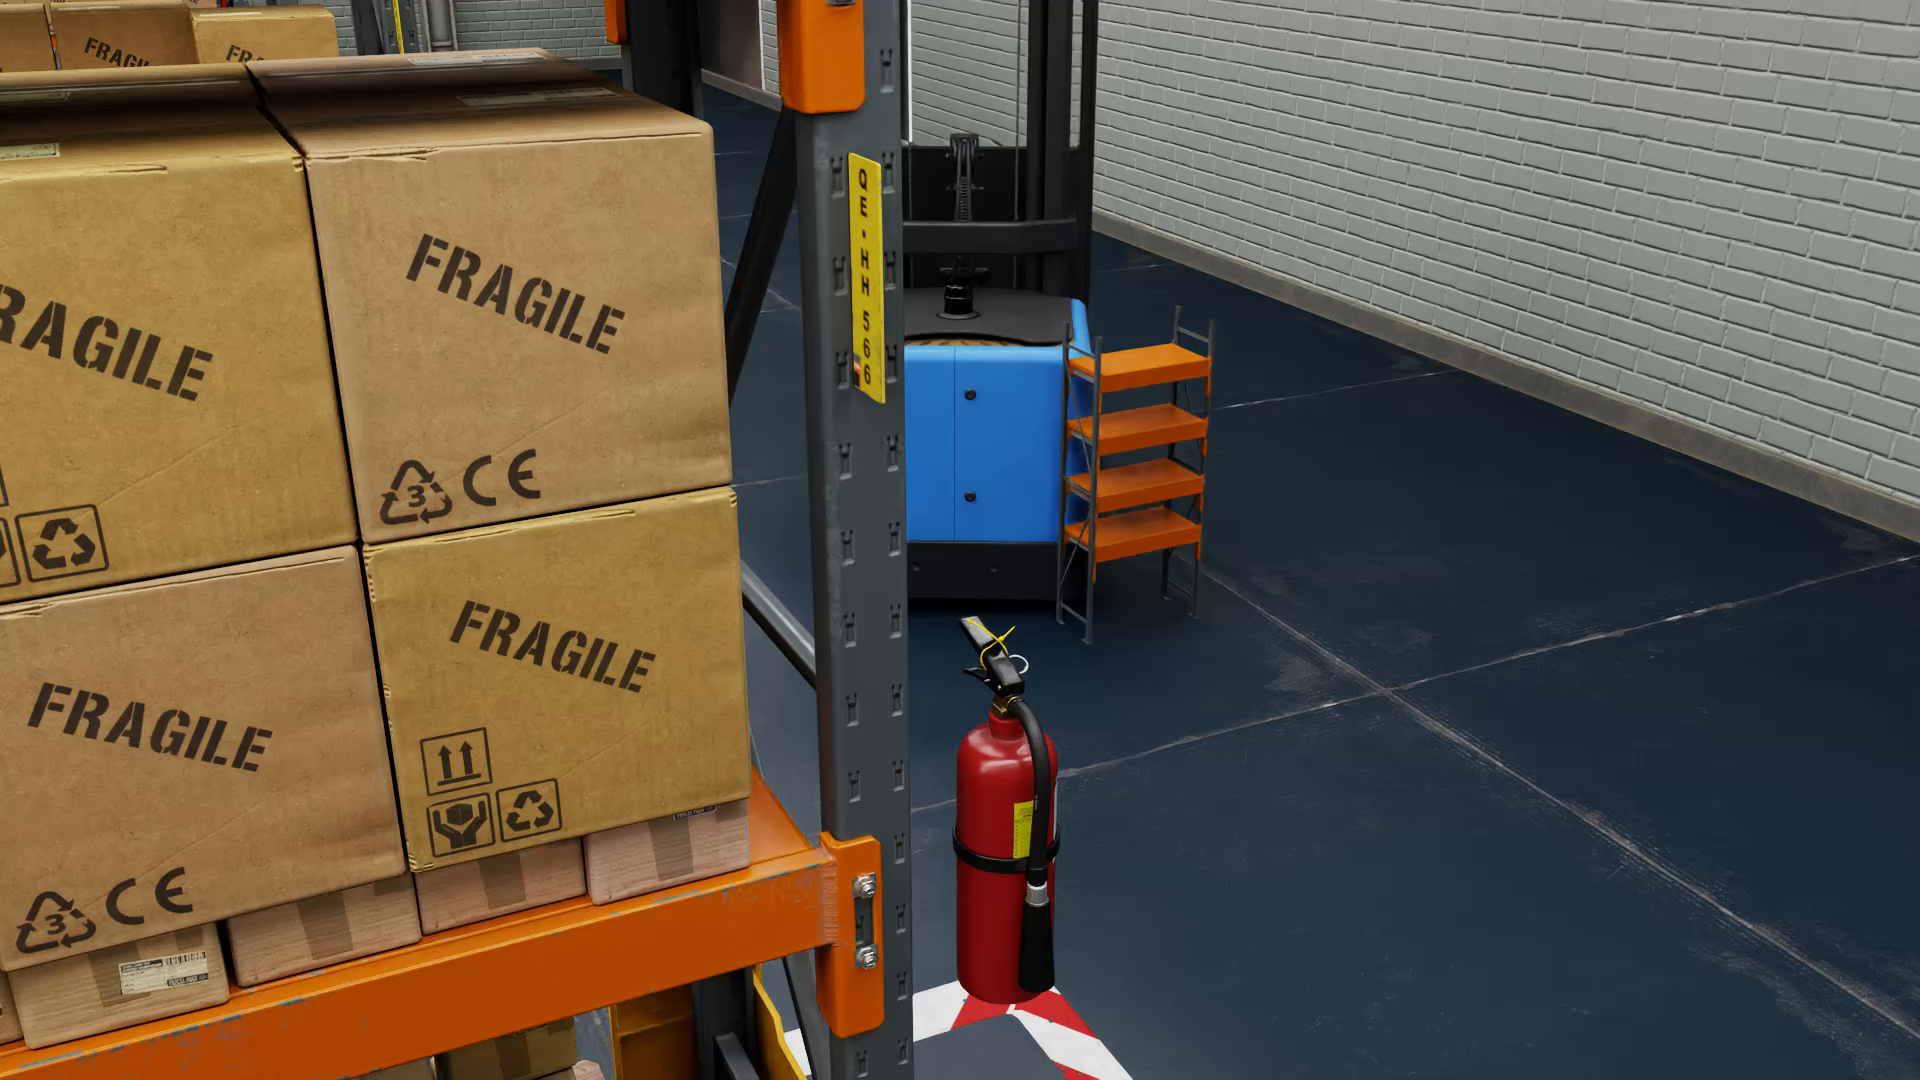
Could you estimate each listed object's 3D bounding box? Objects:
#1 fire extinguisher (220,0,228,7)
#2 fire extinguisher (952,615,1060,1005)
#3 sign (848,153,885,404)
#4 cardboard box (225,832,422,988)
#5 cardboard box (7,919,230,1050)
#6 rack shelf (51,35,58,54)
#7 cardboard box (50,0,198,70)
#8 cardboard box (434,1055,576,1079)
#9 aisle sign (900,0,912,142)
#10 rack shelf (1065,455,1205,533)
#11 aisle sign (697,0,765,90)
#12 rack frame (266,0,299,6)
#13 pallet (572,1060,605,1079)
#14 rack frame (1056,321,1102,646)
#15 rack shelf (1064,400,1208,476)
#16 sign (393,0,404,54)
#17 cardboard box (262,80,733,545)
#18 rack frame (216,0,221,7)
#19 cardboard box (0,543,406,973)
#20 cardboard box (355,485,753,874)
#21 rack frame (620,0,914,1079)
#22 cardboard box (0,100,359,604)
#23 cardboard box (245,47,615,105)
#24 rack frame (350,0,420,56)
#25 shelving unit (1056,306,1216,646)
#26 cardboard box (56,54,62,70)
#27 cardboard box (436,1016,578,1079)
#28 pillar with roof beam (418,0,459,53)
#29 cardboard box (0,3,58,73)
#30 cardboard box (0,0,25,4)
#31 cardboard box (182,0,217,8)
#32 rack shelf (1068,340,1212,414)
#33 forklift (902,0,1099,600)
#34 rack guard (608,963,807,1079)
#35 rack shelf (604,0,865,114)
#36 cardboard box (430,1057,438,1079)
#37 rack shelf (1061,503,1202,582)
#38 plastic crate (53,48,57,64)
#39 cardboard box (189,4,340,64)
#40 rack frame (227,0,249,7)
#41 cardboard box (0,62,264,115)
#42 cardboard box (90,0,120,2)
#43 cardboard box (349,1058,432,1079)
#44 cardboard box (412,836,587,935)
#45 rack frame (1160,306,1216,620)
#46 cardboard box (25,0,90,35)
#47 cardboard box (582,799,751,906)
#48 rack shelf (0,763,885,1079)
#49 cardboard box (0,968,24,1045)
[{"bbox_3d":[-8.517,-6.371,19.308,0.183,0.674,0.296,-10,25,-24],"label":"fire extinguisher"},{"bbox_3d":[0.079,0.460,2.807,0.183,0.674,0.296,-10,25,-24],"label":"fire extinguisher"},{"bbox_3d":[-0.126,-0.352,2.252,0.005,0.325,0.100,-10,25,-24],"label":"sign"},{"bbox_3d":[-0.980,0.477,2.505,0.250,0.149,0.380,-11,25,-24],"label":"cardboard box"},{"bbox_3d":[-1.199,0.527,2.383,0.250,0.149,0.380,-10,24,-22],"label":"cardboard box"},{"bbox_3d":[-8.504,-4.342,14.759,4.000,0.370,1.077,-10,25,-24],"label":"rack shelf"},{"bbox_3d":[-3.409,-1.937,6.834,0.500,0.500,0.500,-11,25,-25],"label":"cardboard box"},{"bbox_3d":[-0.932,1.118,3.416,0.250,0.149,0.380,-9,24,-21],"label":"cardboard box"},{"bbox_3d":[-0.153,-0.976,2.286,0.004,0.787,0.394,-10,25,-24],"label":"aisle sign"},{"bbox_3d":[0.652,-0.178,6.287,0.480,0.148,0.258,-11,25,-25],"label":"rack shelf"},{"bbox_3d":[-0.413,-1.182,2.786,0.004,0.787,0.394,-10,25,-24],"label":"aisle sign"},{"bbox_3d":[-4.557,-3.299,11.297,0.127,3.000,1.000,-10,25,-24],"label":"rack frame"},{"bbox_3d":[-1.164,1.558,3.211,1.213,0.211,1.003,-10,25,-24],"label":"pallet"},{"bbox_3d":[0.436,-0.197,6.156,0.015,1.200,0.240,-11,25,-25],"label":"rack frame"},{"bbox_3d":[0.652,-0.385,6.201,0.480,0.148,0.258,-11,25,-25],"label":"rack shelf"},{"bbox_3d":[-2.186,-2.047,6.450,0.005,0.325,0.100,-10,25,-24],"label":"sign"},{"bbox_3d":[-0.653,-0.350,2.346,0.500,0.500,0.500,-11,25,-25],"label":"cardboard box"},{"bbox_3d":[-8.853,-6.713,19.545,0.127,3.000,1.000,-10,25,-24],"label":"rack frame"},{"bbox_3d":[-1.108,0.197,2.331,0.500,0.500,0.500,-11,25,-24],"label":"cardboard box"},{"bbox_3d":[-0.642,0.114,2.534,0.500,0.500,0.500,-10,24,-23],"label":"cardboard box"},{"bbox_3d":[-0.350,0.133,3.007,0.053,2.616,0.949,-10,25,-24],"label":"rack frame"},{"bbox_3d":[-1.110,-0.266,2.143,0.500,0.500,0.500,-11,25,-25],"label":"cardboard box"},{"bbox_3d":[-0.868,-0.528,2.778,0.500,0.500,0.500,-11,25,-24],"label":"cardboard box"},{"bbox_3d":[-2.409,-1.592,7.174,0.127,3.000,1.000,-10,25,-24],"label":"rack frame"},{"bbox_3d":[0.652,-0.240,6.261,0.503,1.200,0.258,-11,25,-25],"label":"shelving unit"},{"bbox_3d":[-10.345,-5.435,19.177,0.500,0.500,0.700,-11,25,-25],"label":"cardboard box"},{"bbox_3d":[-0.968,0.952,3.428,0.250,0.149,0.380,-12,25,-26],"label":"cardboard box"},{"bbox_3d":[-4.929,-8.747,16.616,0.400,9.000,9.100,-10,25,-24],"label":"pillar with roof beam"},{"bbox_3d":[-3.873,-1.849,6.622,0.500,0.500,0.500,-11,25,-25],"label":"cardboard box"},{"bbox_3d":[-8.359,-4.633,14.390,0.500,0.500,0.500,-11,25,-24],"label":"cardboard box"},{"bbox_3d":[-6.987,-4.885,14.998,0.500,0.500,0.500,-10,24,-22],"label":"cardboard box"},{"bbox_3d":[0.652,-0.603,6.111,0.480,0.148,0.258,-11,25,-25],"label":"rack shelf"},{"bbox_3d":[0.036,-1.636,7.369,1.130,2.935,3.031,1,23,2],"label":"forklift"},{"bbox_3d":[-0.417,1.302,3.452,0.348,0.500,1.175,-10,25,-24],"label":"rack guard"},{"bbox_3d":[-2.151,-0.588,1.766,4.000,0.370,1.077,-10,25,-24],"label":"rack shelf"},{"bbox_3d":[-0.960,1.234,3.525,0.250,0.149,0.380,-10,24,-23],"label":"cardboard box"},{"bbox_3d":[0.652,0.006,6.363,0.480,0.148,0.258,-11,25,-25],"label":"rack shelf"},{"bbox_3d":[-6.108,-3.103,10.965,0.300,0.233,0.416,-10,25,-24],"label":"plastic crate"},{"bbox_3d":[-2.734,-1.835,6.588,0.500,0.500,0.500,-10,25,-23],"label":"cardboard box"},{"bbox_3d":[-6.702,-5.006,15.423,0.127,3.000,1.000,-10,25,-24],"label":"rack frame"},{"bbox_3d":[-1.320,-0.443,2.570,0.500,0.500,0.500,-10,24,-22],"label":"cardboard box"},{"bbox_3d":[-7.453,-4.797,14.787,0.500,0.500,0.500,-10,25,-23],"label":"cardboard box"},{"bbox_3d":[-1.164,1.040,3.217,0.250,0.149,0.380,-10,24,-23],"label":"cardboard box"},{"bbox_3d":[-0.760,0.430,2.618,0.250,0.149,0.380,-10,25,-24],"label":"cardboard box"},{"bbox_3d":[0.869,-0.283,6.366,0.015,1.200,0.240,-11,25,-25],"label":"rack frame"},{"bbox_3d":[-7.905,-4.716,14.591,0.500,0.500,0.500,-10,25,-23],"label":"cardboard box"},{"bbox_3d":[-0.520,0.402,2.686,0.250,0.149,0.380,-10,25,-24],"label":"cardboard box"},{"bbox_3d":[-2.151,0.798,2.340,4.000,0.370,1.077,-10,25,-24],"label":"rack shelf"},{"bbox_3d":[-1.450,0.561,2.302,0.250,0.149,0.380,-12,25,-26],"label":"cardboard box"}]
